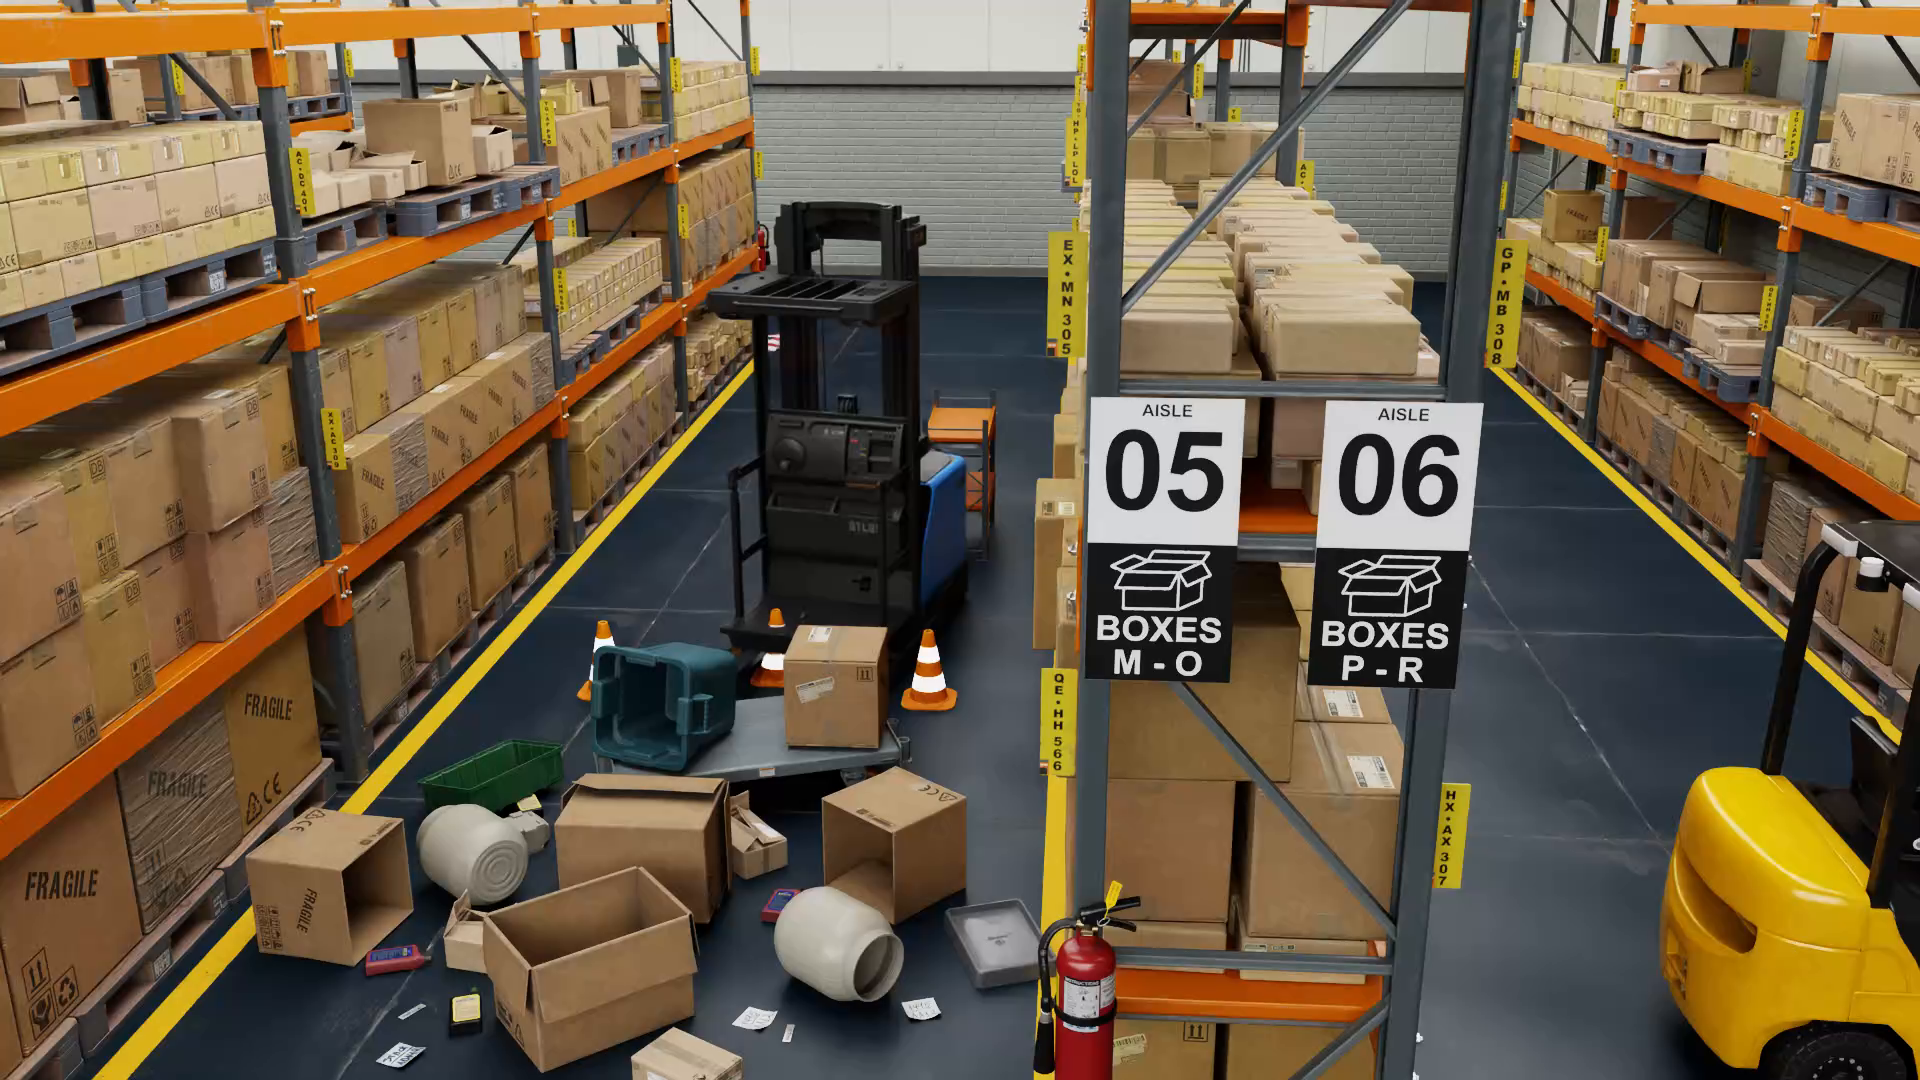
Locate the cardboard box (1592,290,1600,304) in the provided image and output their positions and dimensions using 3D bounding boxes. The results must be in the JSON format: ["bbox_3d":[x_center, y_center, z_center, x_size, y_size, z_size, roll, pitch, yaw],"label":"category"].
[{"bbox_3d":[6.411,-2.371,16.244,0.380,0.149,0.250,2,18,5],"label":"cardboard box"}]

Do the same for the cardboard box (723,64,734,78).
[{"bbox_3d":[-2.743,-5.249,18.606,0.380,0.149,0.250,2,18,5],"label":"cardboard box"}]

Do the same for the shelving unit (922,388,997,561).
[{"bbox_3d":[0.000,-0.537,13.254,0.538,1.125,1.048,1,18,4],"label":"shelving unit"}]

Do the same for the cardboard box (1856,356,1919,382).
[{"bbox_3d":[6.032,-1.083,10.708,0.380,0.149,0.250,1,18,5],"label":"cardboard box"}]

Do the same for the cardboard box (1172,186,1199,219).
[{"bbox_3d":[1.013,-1.749,8.691,0.500,0.250,0.500,1,18,3],"label":"cardboard box"}]

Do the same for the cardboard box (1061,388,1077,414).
[{"bbox_3d":[0.809,-0.384,7.535,0.700,0.500,0.500,1,18,4],"label":"cardboard box"}]

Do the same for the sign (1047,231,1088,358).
[{"bbox_3d":[0.277,-0.633,4.298,0.100,0.325,0.005,1,18,4],"label":"sign"}]

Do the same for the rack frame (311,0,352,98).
[{"bbox_3d":[-7.909,-6.809,19.752,1.000,3.000,0.127,1,18,4],"label":"rack frame"}]

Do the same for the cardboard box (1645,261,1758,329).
[{"bbox_3d":[6.289,-2.083,14.126,0.700,0.500,0.500,1,18,4],"label":"cardboard box"}]

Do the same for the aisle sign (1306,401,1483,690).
[{"bbox_3d":[1.134,0.023,4.361,0.394,0.787,0.004,1,18,4],"label":"aisle sign"}]

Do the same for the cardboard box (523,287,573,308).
[{"bbox_3d":[-3.299,-1.917,13.231,0.380,0.149,0.250,1,18,2],"label":"cardboard box"}]

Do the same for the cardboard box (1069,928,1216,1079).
[{"bbox_3d":[0.626,1.728,5.869,0.500,0.500,0.500,1,18,4],"label":"cardboard box"}]

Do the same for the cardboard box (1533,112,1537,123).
[{"bbox_3d":[6.679,-4.758,18.712,0.380,0.149,0.250,2,18,5],"label":"cardboard box"}]

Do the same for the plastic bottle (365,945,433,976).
[{"bbox_3d":[-2.539,1.898,7.533,0.283,0.061,0.133,-5,19,-15],"label":"plastic bottle"}]

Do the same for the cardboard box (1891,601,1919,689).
[{"bbox_3d":[6.156,0.625,9.837,0.875,0.625,0.625,1,18,3],"label":"cardboard box"}]

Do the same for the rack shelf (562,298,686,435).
[{"bbox_3d":[-3.399,-1.611,14.678,1.077,0.370,4.000,1,18,4],"label":"rack shelf"}]

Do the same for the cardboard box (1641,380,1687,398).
[{"bbox_3d":[6.393,-1.347,15.014,0.380,0.149,0.250,1,18,3],"label":"cardboard box"}]

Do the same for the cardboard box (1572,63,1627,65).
[{"bbox_3d":[7.174,-5.216,18.668,0.500,0.250,0.500,1,18,2],"label":"cardboard box"}]

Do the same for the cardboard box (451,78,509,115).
[{"bbox_3d":[-3.751,-3.459,12.956,0.396,0.266,0.258,1,18,4],"label":"cardboard box"}]

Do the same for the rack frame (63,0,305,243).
[{"bbox_3d":[-3.829,-2.940,7.944,1.000,3.000,0.127,1,18,4],"label":"rack frame"}]

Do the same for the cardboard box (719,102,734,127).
[{"bbox_3d":[-2.816,-4.711,18.407,0.500,0.250,0.500,2,18,6],"label":"cardboard box"}]

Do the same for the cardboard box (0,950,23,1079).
[{"bbox_3d":[-4.133,1.751,6.000,0.875,0.875,0.875,1,18,4],"label":"cardboard box"}]

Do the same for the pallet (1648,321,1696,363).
[{"bbox_3d":[6.488,-1.656,13.967,1.003,0.211,1.213,1,18,4],"label":"pallet"}]

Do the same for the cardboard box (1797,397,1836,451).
[{"bbox_3d":[6.037,-0.783,11.237,0.500,0.250,0.500,1,18,3],"label":"cardboard box"}]

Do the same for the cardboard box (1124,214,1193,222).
[{"bbox_3d":[0.729,-1.199,6.571,0.380,0.149,0.250,1,18,3],"label":"cardboard box"}]

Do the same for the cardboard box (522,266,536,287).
[{"bbox_3d":[-3.869,-2.259,14.272,0.380,0.149,0.250,2,18,7],"label":"cardboard box"}]

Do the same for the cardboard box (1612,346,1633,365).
[{"bbox_3d":[6.410,-1.740,15.736,0.380,0.149,0.250,1,18,3],"label":"cardboard box"}]

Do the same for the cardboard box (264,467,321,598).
[{"bbox_3d":[-3.844,-0.046,8.505,0.875,0.550,0.550,1,18,4],"label":"cardboard box"}]

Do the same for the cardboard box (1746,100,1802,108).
[{"bbox_3d":[6.651,-3.505,13.575,0.380,0.149,0.250,2,18,5],"label":"cardboard box"}]

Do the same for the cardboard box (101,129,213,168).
[{"bbox_3d":[-3.574,-1.744,7.400,0.380,0.149,0.250,1,18,4],"label":"cardboard box"}]

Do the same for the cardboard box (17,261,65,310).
[{"bbox_3d":[-3.663,-0.971,6.319,0.380,0.149,0.250,1,18,4],"label":"cardboard box"}]

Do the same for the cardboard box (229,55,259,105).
[{"bbox_3d":[-7.977,-5.007,18.072,0.700,0.500,0.500,2,18,6],"label":"cardboard box"}]

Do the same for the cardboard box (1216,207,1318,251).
[{"bbox_3d":[1.251,-1.268,6.781,0.380,0.149,0.250,1,18,3],"label":"cardboard box"}]

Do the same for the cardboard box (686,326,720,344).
[{"bbox_3d":[-2.887,-2.289,18.539,0.380,0.149,0.250,1,18,4],"label":"cardboard box"}]

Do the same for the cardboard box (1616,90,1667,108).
[{"bbox_3d":[6.181,-3.997,15.077,0.380,0.149,0.250,2,18,6],"label":"cardboard box"}]

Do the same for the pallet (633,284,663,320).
[{"bbox_3d":[-3.455,-2.249,15.777,1.003,0.211,1.213,1,18,4],"label":"pallet"}]

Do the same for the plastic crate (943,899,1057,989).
[{"bbox_3d":[0.185,1.846,7.660,0.402,0.080,0.583,-5,19,-15],"label":"plastic crate"}]

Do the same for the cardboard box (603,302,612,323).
[{"bbox_3d":[-3.216,-1.958,14.311,0.380,0.149,0.250,2,18,5],"label":"cardboard box"}]

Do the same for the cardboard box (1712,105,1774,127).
[{"bbox_3d":[6.176,-3.344,13.118,0.380,0.149,0.250,1,18,4],"label":"cardboard box"}]

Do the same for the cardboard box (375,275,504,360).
[{"bbox_3d":[-3.619,-1.558,11.594,0.700,0.500,0.500,1,18,3],"label":"cardboard box"}]

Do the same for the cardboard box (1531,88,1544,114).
[{"bbox_3d":[6.607,-4.833,18.301,0.500,0.250,0.500,2,18,5],"label":"cardboard box"}]

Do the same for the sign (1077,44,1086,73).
[{"bbox_3d":[1.423,-5.630,19.439,0.100,0.325,0.005,1,18,4],"label":"sign"}]

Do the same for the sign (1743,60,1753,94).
[{"bbox_3d":[7.194,-4.232,15.242,0.100,0.325,0.005,1,18,4],"label":"sign"}]

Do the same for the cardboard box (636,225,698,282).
[{"bbox_3d":[-2.969,-2.911,16.852,0.500,0.500,0.500,1,18,3],"label":"cardboard box"}]

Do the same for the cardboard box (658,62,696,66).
[{"bbox_3d":[-3.255,-5.423,19.137,0.380,0.149,0.250,2,18,6],"label":"cardboard box"}]

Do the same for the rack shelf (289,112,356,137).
[{"bbox_3d":[-8.052,-4.421,18.436,1.077,0.370,4.000,1,18,4],"label":"rack shelf"}]

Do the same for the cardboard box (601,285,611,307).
[{"bbox_3d":[-3.216,-2.099,14.263,0.380,0.149,0.250,1,18,3],"label":"cardboard box"}]

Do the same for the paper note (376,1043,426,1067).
[{"bbox_3d":[-2.313,2.128,6.881,0.144,0.017,0.142,8,20,23],"label":"paper note"}]

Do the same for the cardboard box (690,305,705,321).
[{"bbox_3d":[-3.245,-2.700,19.796,0.380,0.149,0.250,2,18,5],"label":"cardboard box"}]

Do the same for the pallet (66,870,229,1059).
[{"bbox_3d":[-4.046,1.850,7.438,1.003,0.211,1.213,1,18,4],"label":"pallet"}]

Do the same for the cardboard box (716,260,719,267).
[{"bbox_3d":[-2.893,-3.109,18.496,0.380,0.149,0.250,2,18,5],"label":"cardboard box"}]

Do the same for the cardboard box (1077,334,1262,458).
[{"bbox_3d":[0.597,-0.428,4.859,0.500,0.250,0.500,1,18,3],"label":"cardboard box"}]

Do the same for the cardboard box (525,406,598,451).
[{"bbox_3d":[-3.251,-0.909,13.514,0.500,0.250,0.500,0,18,1],"label":"cardboard box"}]

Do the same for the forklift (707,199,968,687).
[{"bbox_3d":[-0.873,-0.587,10.506,1.130,2.935,3.031,6,19,17],"label":"forklift"}]
